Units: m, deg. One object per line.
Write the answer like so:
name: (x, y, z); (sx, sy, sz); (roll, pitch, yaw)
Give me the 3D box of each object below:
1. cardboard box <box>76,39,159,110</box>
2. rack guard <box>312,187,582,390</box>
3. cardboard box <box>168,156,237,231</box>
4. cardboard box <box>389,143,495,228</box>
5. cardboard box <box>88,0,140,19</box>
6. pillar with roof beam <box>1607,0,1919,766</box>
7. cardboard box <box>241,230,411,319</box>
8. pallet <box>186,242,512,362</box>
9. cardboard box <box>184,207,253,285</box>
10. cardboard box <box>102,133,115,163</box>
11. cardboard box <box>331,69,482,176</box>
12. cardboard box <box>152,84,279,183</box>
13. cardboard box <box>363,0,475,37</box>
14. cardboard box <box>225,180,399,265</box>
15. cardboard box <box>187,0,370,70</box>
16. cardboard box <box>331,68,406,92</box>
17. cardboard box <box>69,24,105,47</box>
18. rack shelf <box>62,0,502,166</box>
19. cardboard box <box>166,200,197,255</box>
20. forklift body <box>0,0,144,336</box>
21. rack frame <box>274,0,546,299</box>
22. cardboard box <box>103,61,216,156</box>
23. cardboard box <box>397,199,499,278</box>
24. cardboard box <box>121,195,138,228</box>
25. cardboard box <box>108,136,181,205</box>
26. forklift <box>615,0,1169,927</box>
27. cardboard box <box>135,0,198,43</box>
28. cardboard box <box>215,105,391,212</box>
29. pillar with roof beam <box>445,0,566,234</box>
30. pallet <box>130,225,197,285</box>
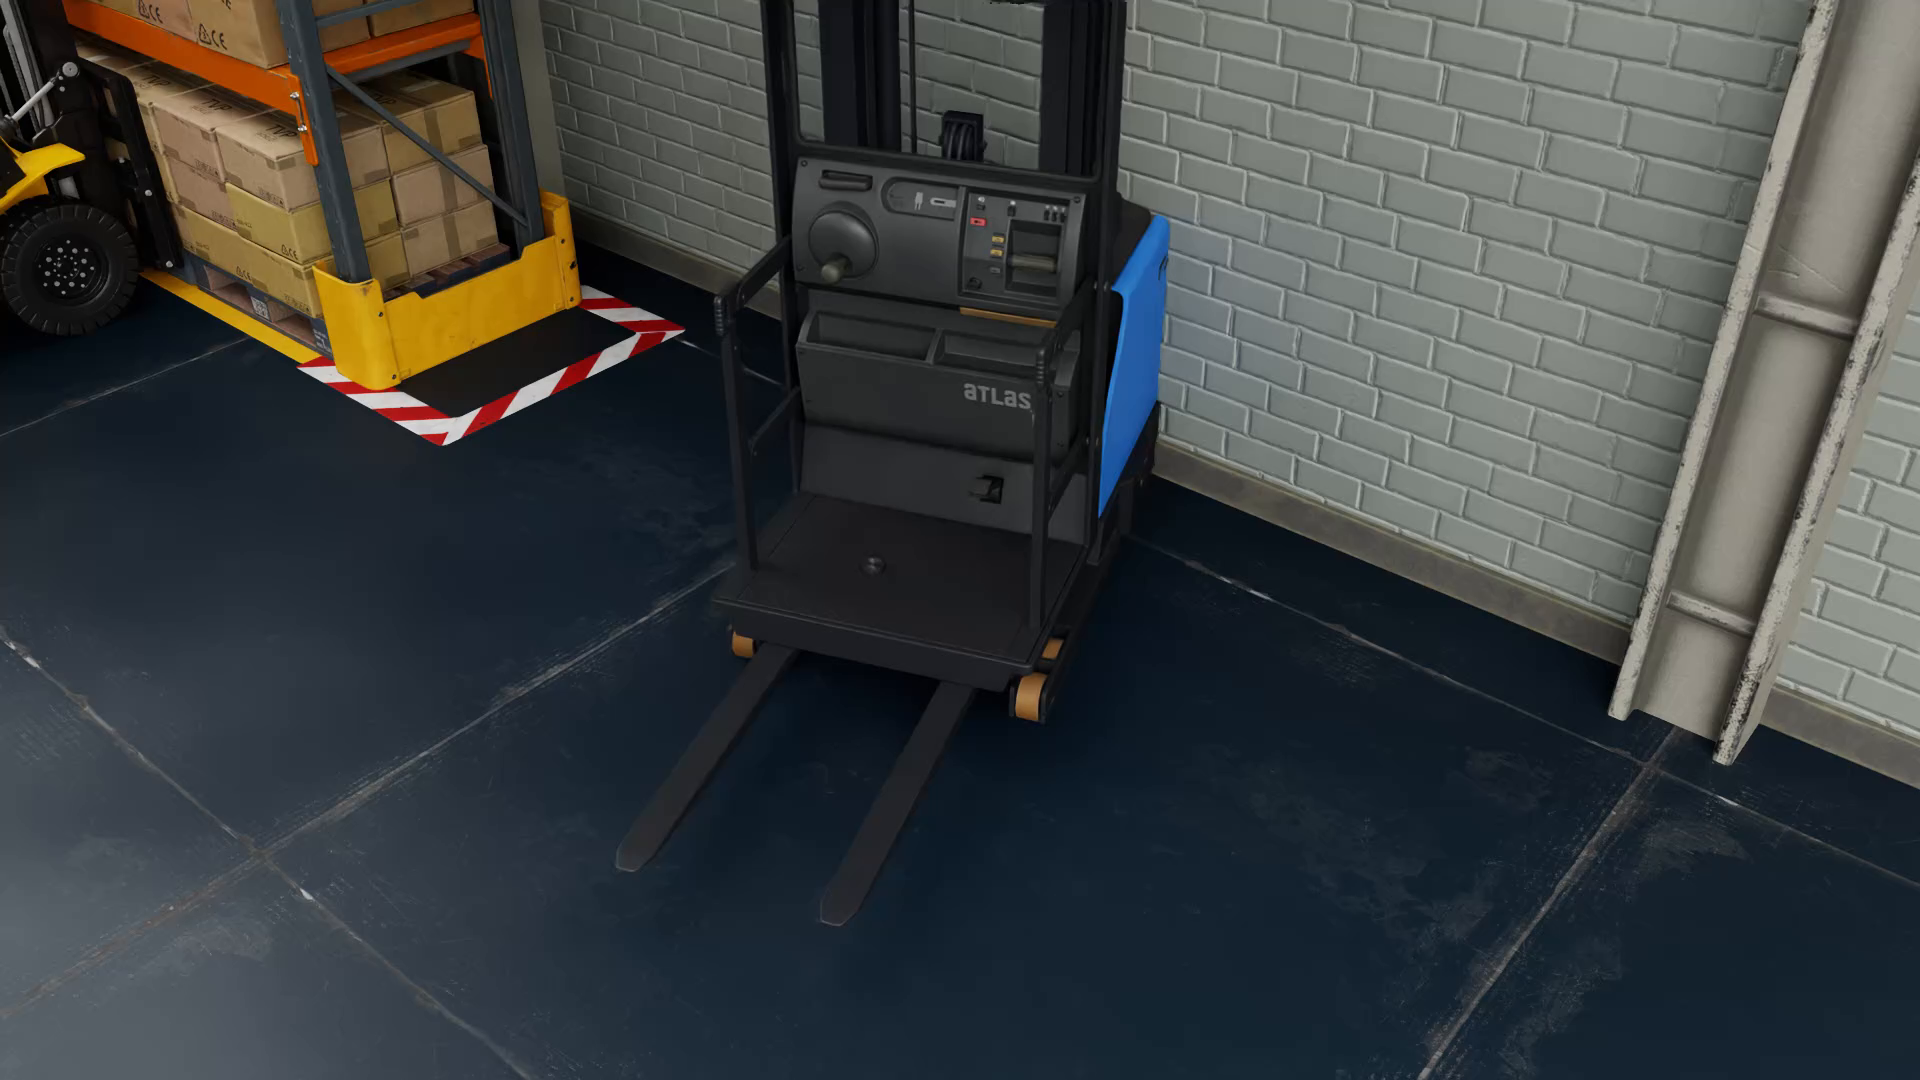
cardboard box: (-4.022, -2.224, 8.014); (0.500, 0.250, 0.500); (24, 41, 31)
rack guard: (-2.275, -1.155, 7.489); (0.348, 0.500, 1.175); (25, 42, 32)
cardboard box: (-3.246, -1.666, 7.643); (0.500, 0.250, 0.500); (25, 42, 31)
cardboard box: (-2.522, -1.700, 7.692); (0.500, 0.250, 0.500); (26, 42, 33)
cardboard box: (-3.626, -2.676, 7.409); (0.500, 0.500, 0.500); (24, 41, 31)
pillar with roof beam: (-0.395, -1.265, 0.143); (0.400, 9.000, 9.100); (25, 42, 32)
cardboard box: (-2.857, -1.266, 7.502); (0.500, 0.250, 0.500); (26, 42, 32)
pallet: (-2.908, -1.303, 7.961); (1.213, 0.211, 1.003); (25, 42, 32)
cardboard box: (-3.233, -1.450, 7.770); (0.500, 0.250, 0.500); (25, 42, 32)
cardboard box: (-4.038, -2.027, 8.168); (0.500, 0.250, 0.500); (25, 42, 32)
cardboard box: (-2.542, -1.902, 7.544); (0.500, 0.250, 0.500); (25, 41, 31)
cardboard box: (-3.243, -1.859, 7.482); (0.500, 0.250, 0.500); (26, 42, 33)
cardboard box: (-2.496, -2.535, 7.203); (0.500, 0.500, 0.500); (27, 43, 33)
cardboard box: (-2.868, -1.480, 7.371); (0.500, 0.250, 0.500); (25, 41, 31)
cardboard box: (-2.840, -2.299, 6.859); (0.500, 0.500, 0.500); (24, 41, 31)
cardboard box: (-2.928, -2.081, 7.806); (0.500, 0.250, 0.500); (25, 42, 32)
cardboard box: (-4.420, -2.418, 8.296); (0.500, 0.250, 0.500); (27, 43, 33)
rack shelf: (-3.830, -2.621, 8.053); (4.000, 0.370, 1.077); (25, 42, 32)
cardboard box: (-3.611, -1.635, 8.040); (0.500, 0.250, 0.500); (26, 42, 32)
forklift body: (-4.918, -1.737, 6.879); (1.214, 2.155, 2.313); (25, 42, 32)
rack frame: (-2.293, -2.194, 6.795); (0.127, 3.000, 1.000); (25, 42, 32)
cardboard box: (-3.637, -2.037, 7.742); (0.500, 0.250, 0.500); (26, 42, 32)
cardboard box: (-2.546, -1.496, 7.837); (0.500, 0.250, 0.500); (25, 42, 32)
cardboard box: (-4.025, -1.814, 8.299); (0.500, 0.250, 0.500); (27, 43, 33)
cardboard box: (-3.656, -1.844, 7.902); (0.500, 0.250, 0.500); (24, 41, 31)
forklift: (-0.143, -0.879, 4.941); (1.130, 2.935, 3.031); (11, 36, 15)
cardboard box: (-3.232, -2.491, 7.139); (0.500, 0.500, 0.500); (27, 43, 33)
cardboard box: (-2.847, -1.677, 7.216); (0.500, 0.250, 0.500); (27, 43, 33)
pillar with roof beam: (-5.006, -3.438, 3.307); (0.400, 9.000, 9.100); (25, 42, 32)
pallet: (-3.841, -1.745, 8.604); (1.213, 0.211, 1.003); (25, 42, 32)
